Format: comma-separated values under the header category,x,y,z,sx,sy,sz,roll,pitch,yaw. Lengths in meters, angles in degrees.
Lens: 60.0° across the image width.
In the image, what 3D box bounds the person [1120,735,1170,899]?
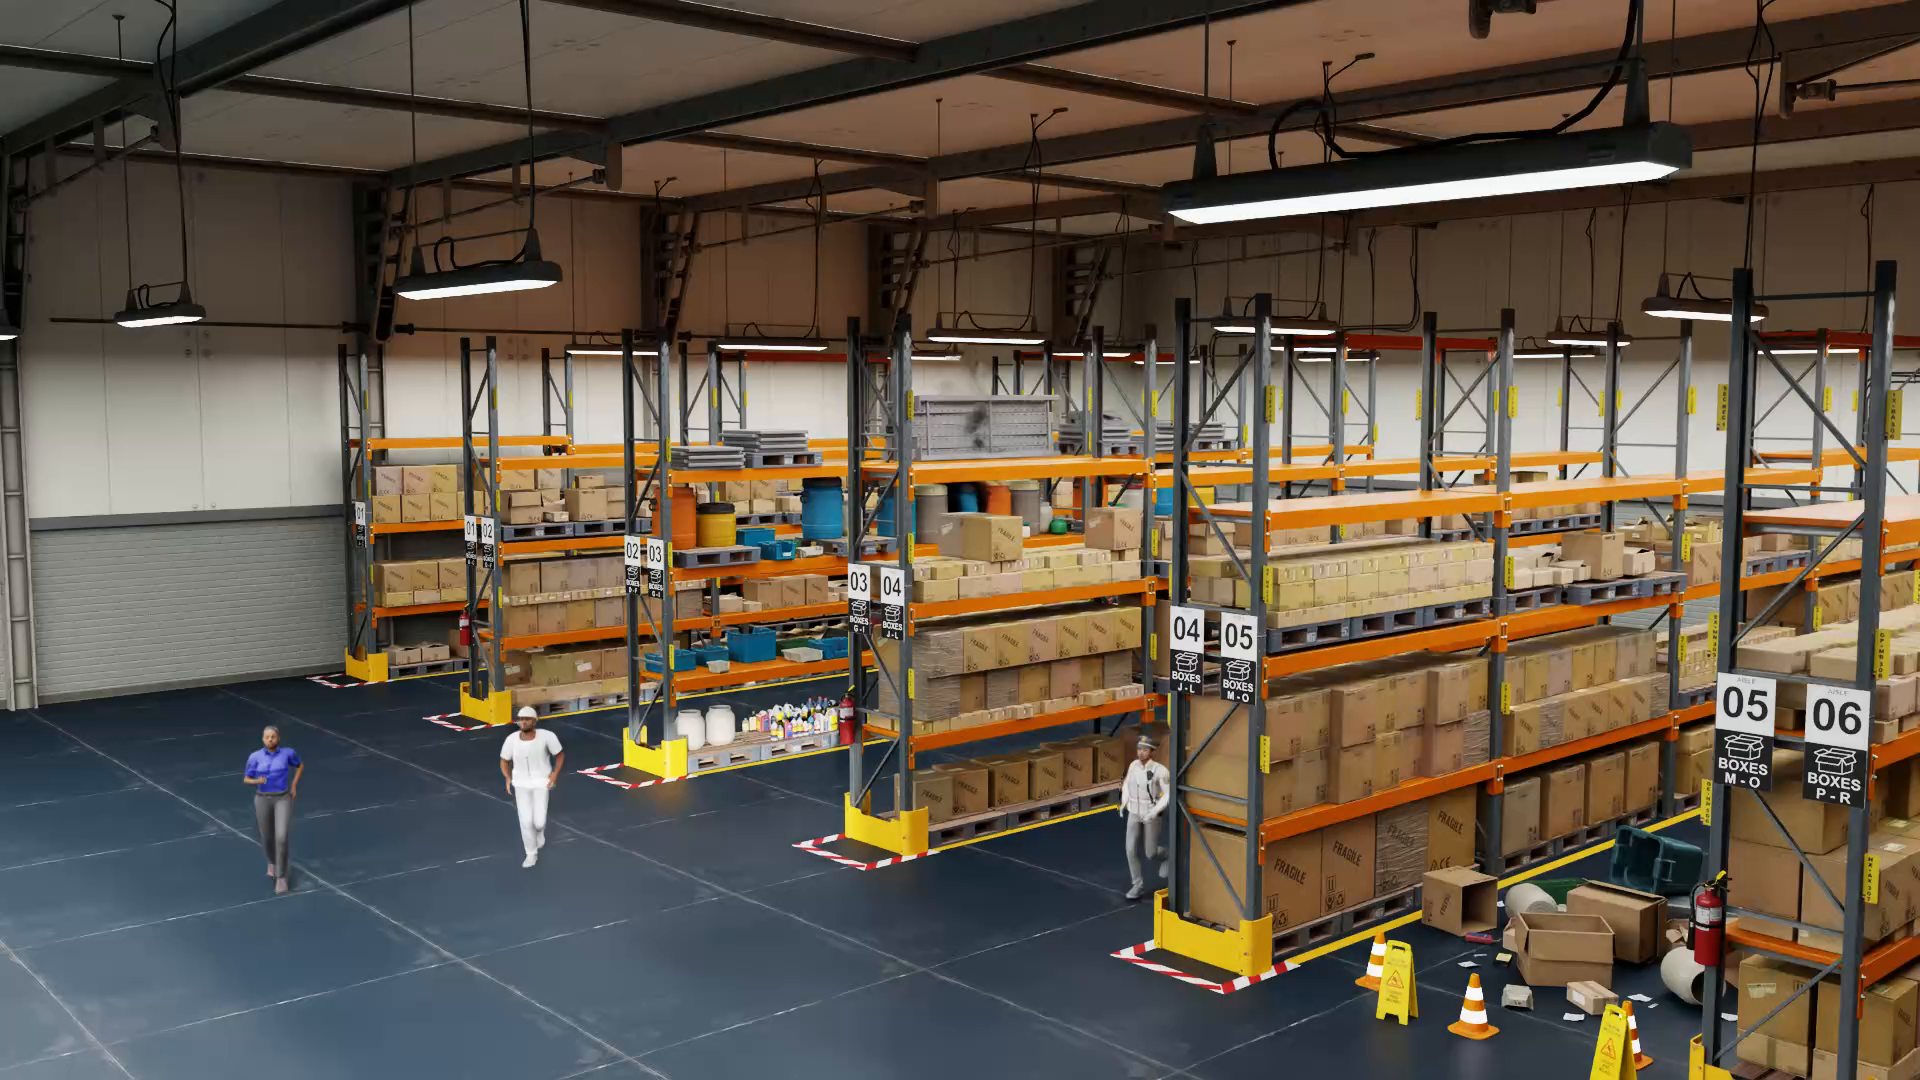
category,x,y,z,sx,sy,sz,roll,pitch,yaw
person,1.929,2.803,17.089,0.654,1.652,0.739,4,6,36

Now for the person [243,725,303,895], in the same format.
category,x,y,z,sx,sy,sz,roll,pitch,yaw
person,-7.159,2.783,17.354,0.566,1.688,0.772,-2,5,-17

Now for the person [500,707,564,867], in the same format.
category,x,y,z,sx,sy,sz,roll,pitch,yaw
person,-4.699,2.677,18.253,0.693,1.732,0.561,-1,5,-6
